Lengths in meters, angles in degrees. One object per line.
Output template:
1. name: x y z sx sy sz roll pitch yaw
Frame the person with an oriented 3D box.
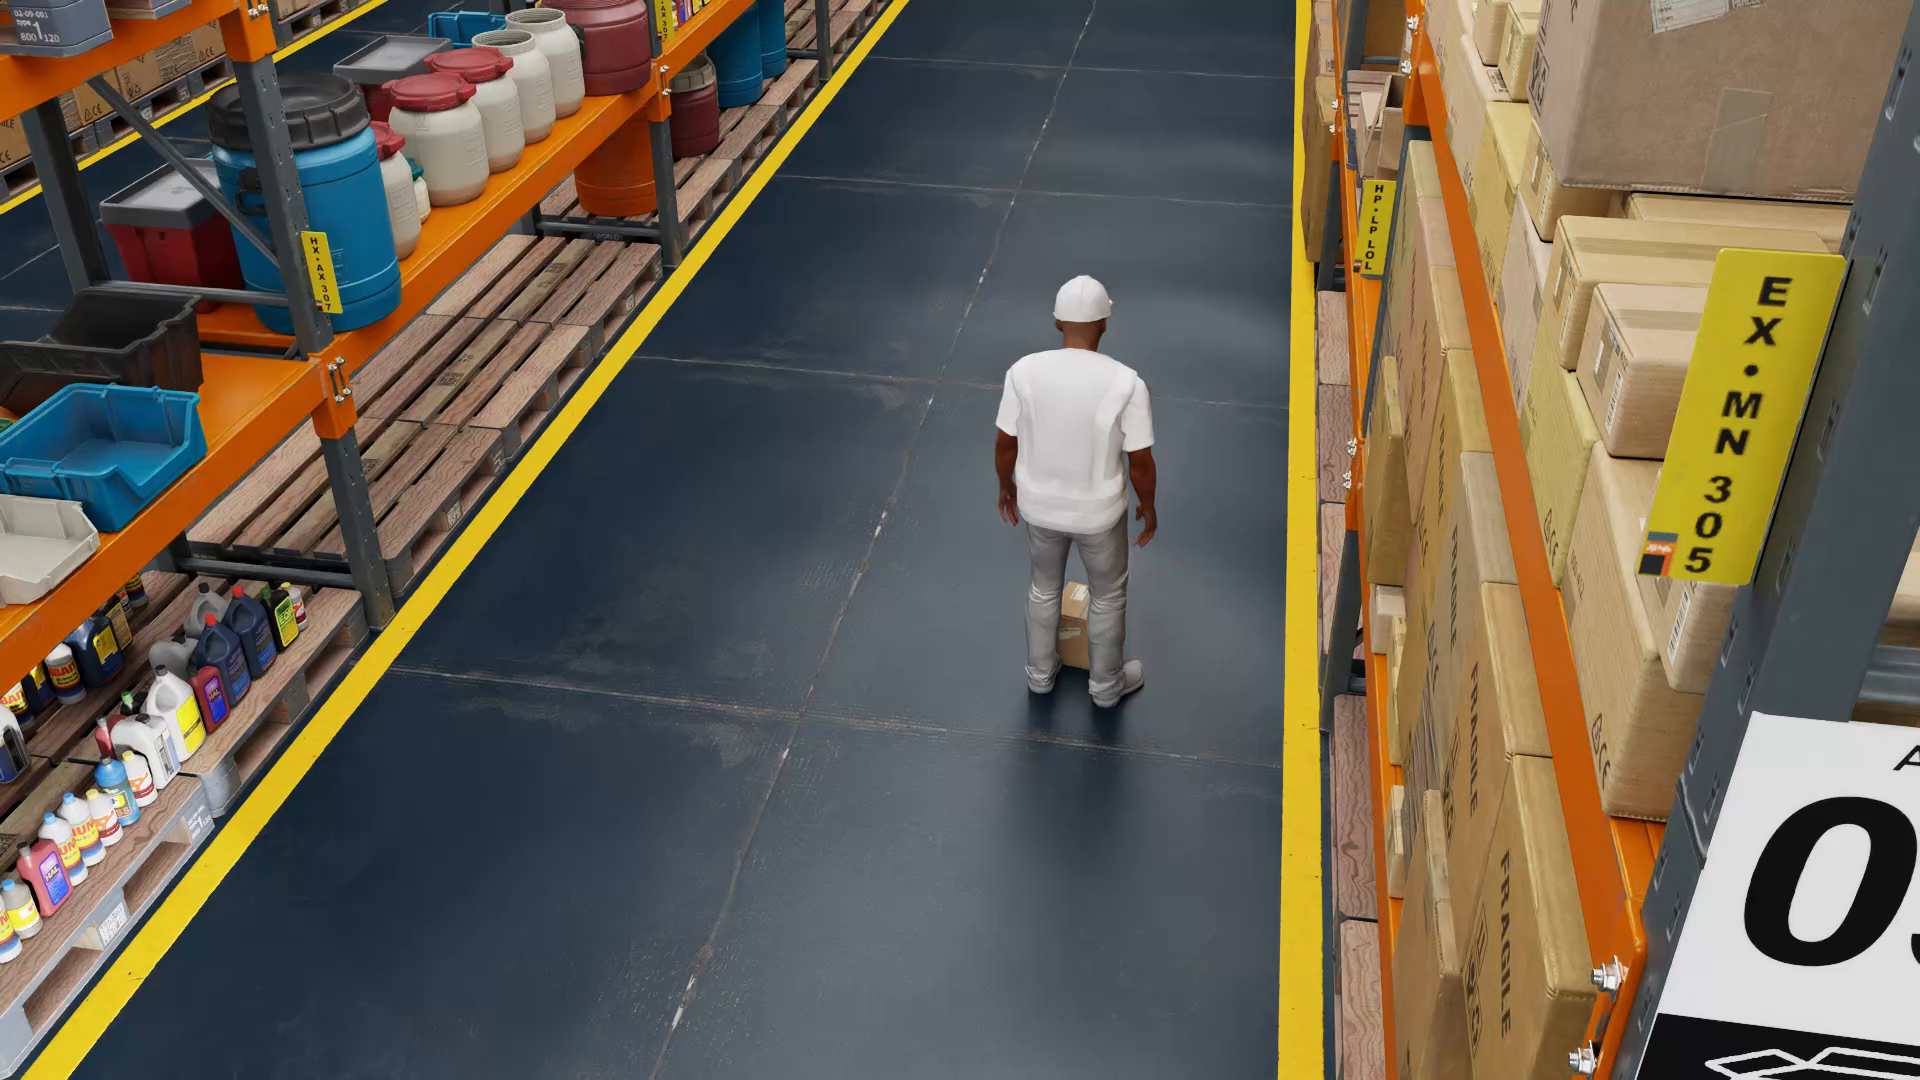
1. person: 0.447 -0.161 6.376 0.631 1.759 0.461 11 34 17
